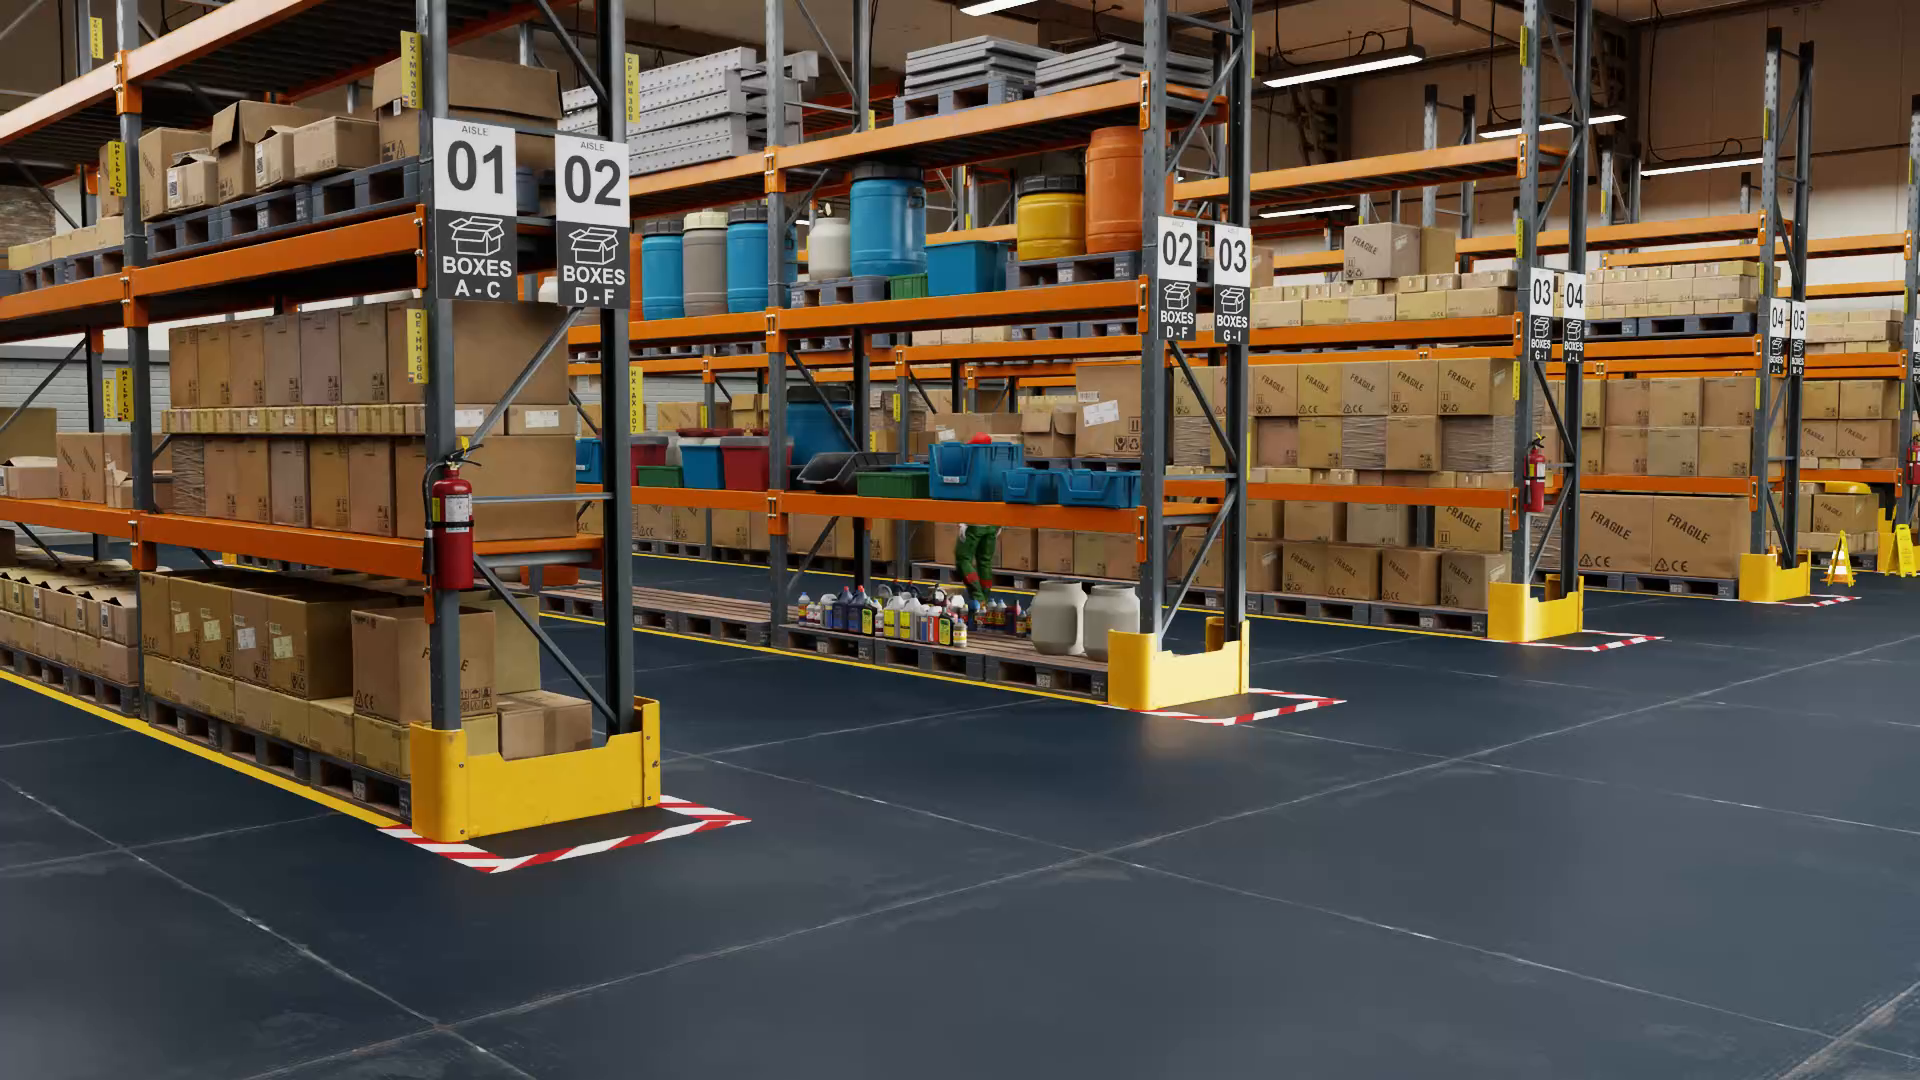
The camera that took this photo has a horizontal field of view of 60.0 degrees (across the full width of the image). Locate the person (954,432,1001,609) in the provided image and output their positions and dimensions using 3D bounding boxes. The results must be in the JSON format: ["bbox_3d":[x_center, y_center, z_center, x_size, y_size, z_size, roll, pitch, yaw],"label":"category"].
[{"bbox_3d":[0.193,-0.146,16.206,0.577,1.805,0.563,-4,5,-44],"label":"person"}]
